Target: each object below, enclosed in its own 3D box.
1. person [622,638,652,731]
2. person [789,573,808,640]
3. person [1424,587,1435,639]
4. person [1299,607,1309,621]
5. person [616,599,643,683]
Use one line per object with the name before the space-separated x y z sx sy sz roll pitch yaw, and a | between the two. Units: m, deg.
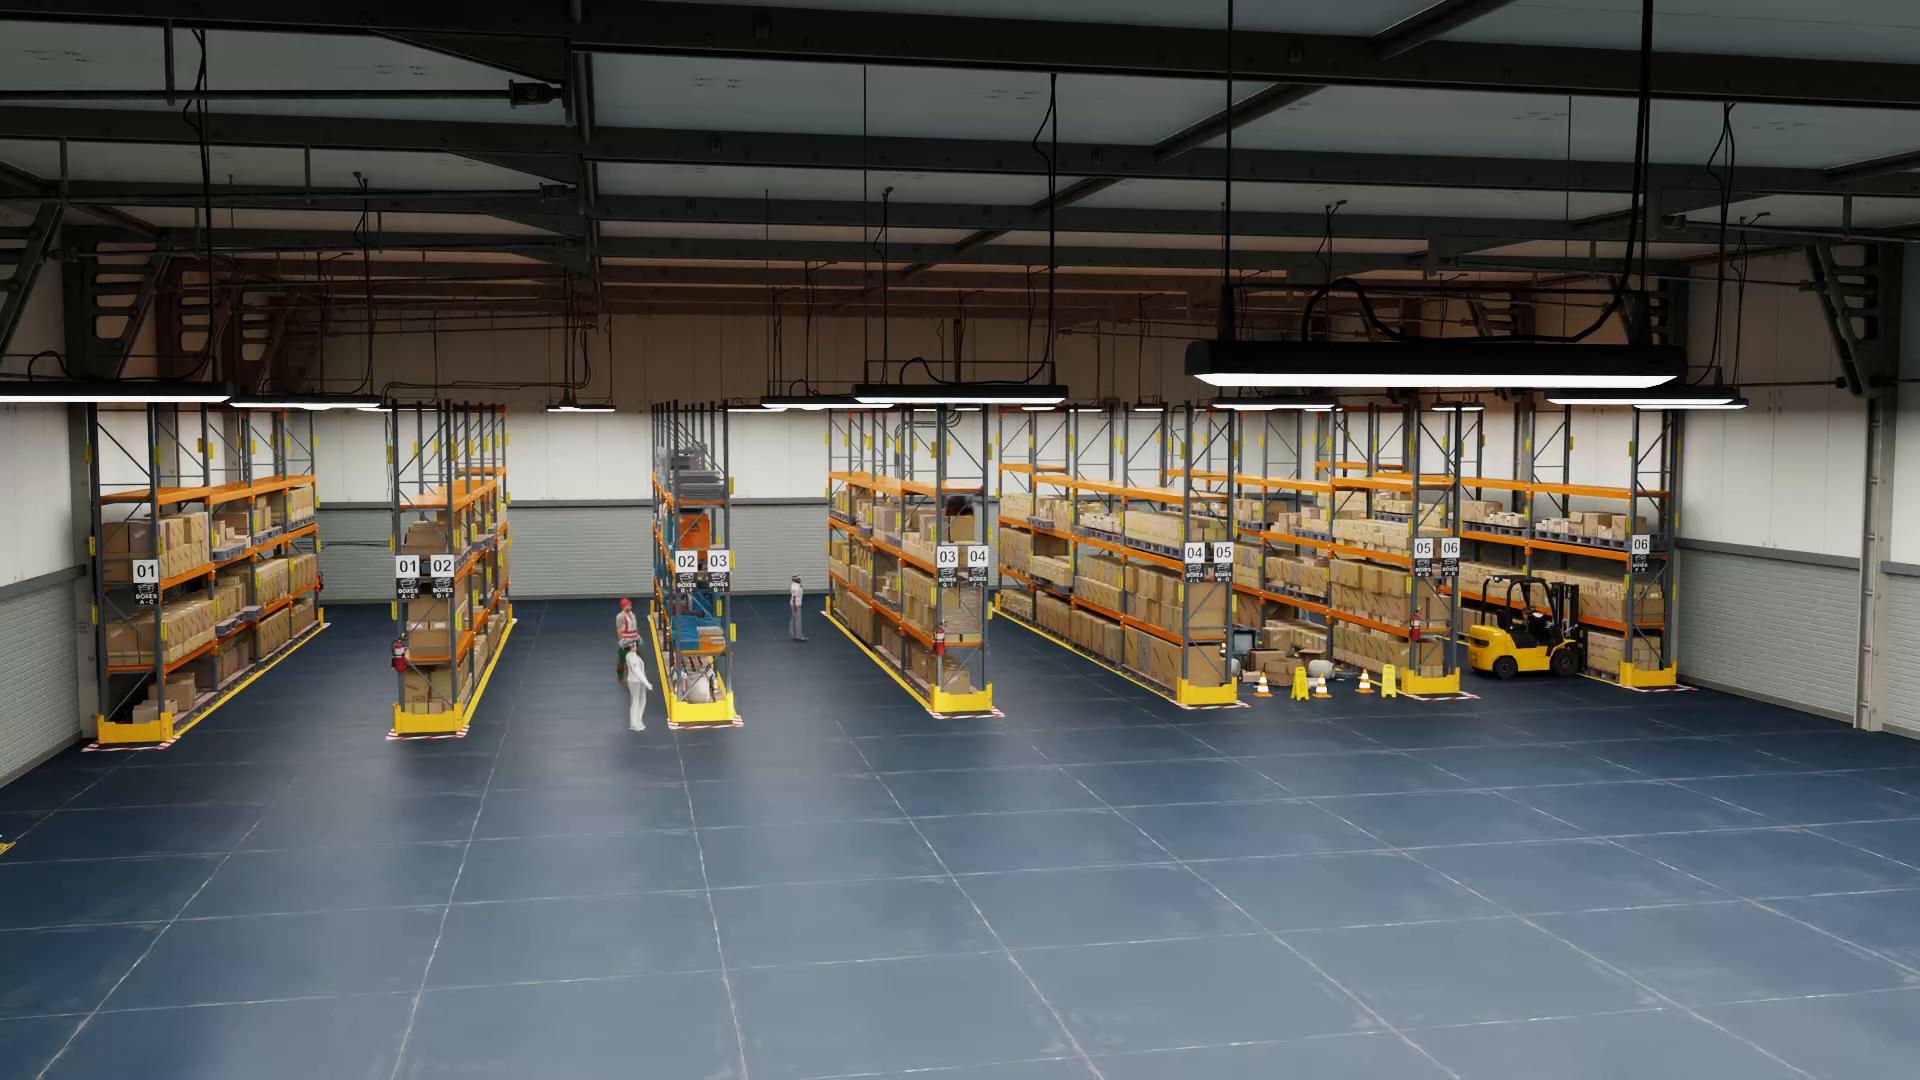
person | -5.820 2.631 30.197 0.593 1.724 0.549 1 4 7
person | -4.111 1.689 42.413 0.501 1.704 0.469 0 4 1
person | 10.836 1.935 38.494 0.449 1.796 0.580 1 4 13
person | 9.134 1.521 44.810 0.611 1.663 0.495 0 4 -1
person | -7.078 2.145 35.506 0.603 1.798 0.358 -4 6 -43
